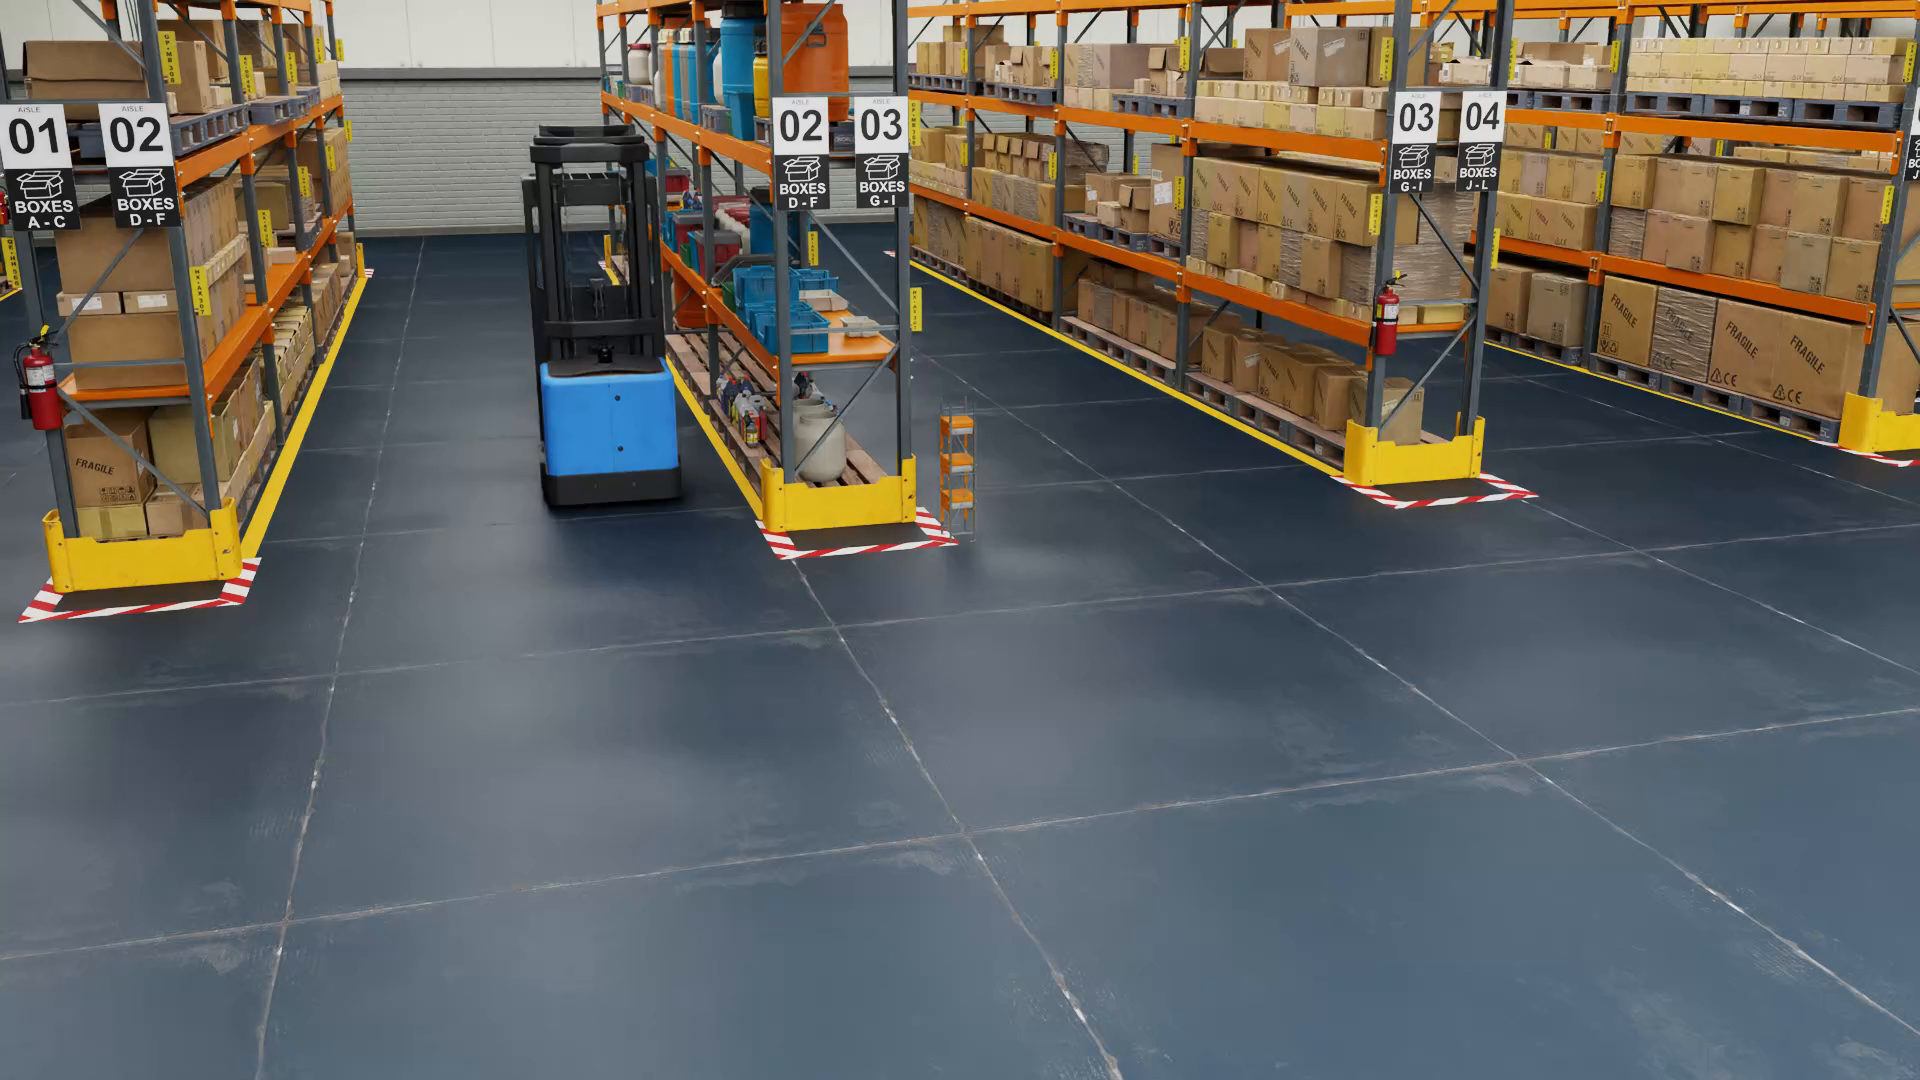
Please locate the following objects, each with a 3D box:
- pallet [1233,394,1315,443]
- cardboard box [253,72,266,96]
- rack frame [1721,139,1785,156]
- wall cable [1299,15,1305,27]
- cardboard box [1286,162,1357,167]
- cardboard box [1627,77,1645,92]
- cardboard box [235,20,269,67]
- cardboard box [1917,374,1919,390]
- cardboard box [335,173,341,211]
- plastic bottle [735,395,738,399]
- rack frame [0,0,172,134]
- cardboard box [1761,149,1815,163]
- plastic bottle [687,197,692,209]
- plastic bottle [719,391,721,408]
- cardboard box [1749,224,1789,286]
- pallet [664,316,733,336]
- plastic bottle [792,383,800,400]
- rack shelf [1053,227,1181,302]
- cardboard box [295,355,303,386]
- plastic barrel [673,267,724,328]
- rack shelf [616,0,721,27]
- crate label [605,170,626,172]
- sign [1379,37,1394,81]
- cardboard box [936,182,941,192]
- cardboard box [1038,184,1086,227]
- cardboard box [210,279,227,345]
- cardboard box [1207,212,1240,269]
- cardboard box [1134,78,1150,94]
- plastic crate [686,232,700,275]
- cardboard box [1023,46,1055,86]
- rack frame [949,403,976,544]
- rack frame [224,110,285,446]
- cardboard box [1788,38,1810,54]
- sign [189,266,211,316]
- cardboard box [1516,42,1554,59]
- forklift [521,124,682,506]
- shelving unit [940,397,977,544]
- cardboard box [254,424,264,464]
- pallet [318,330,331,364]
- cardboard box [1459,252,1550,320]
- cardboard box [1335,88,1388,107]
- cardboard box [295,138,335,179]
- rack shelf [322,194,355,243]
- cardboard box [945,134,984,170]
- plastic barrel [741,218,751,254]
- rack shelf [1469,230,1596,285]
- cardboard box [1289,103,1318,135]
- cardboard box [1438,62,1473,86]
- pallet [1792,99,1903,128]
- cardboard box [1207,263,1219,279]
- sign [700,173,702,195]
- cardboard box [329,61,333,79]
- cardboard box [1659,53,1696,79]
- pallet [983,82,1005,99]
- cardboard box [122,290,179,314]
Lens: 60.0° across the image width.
[{"bbox_3d":[3.351,-1.207,16.105,1.003,0.211,1.213,-5,17,-15],"label":"pallet"},{"bbox_3d":[-7.653,-4.833,17.644,0.500,0.250,0.500,-6,18,-19],"label":"cardboard box"},{"bbox_3d":[11.223,-4.954,23.730,1.000,3.000,0.127,-5,17,-15],"label":"rack frame"},{"bbox_3d":[7.190,-11.591,35.398,0.463,3.000,0.029,-5,17,-15],"label":"wall cable"},{"bbox_3d":[3.457,-3.354,15.975,0.500,0.500,0.500,-5,17,-15],"label":"cardboard box"},{"bbox_3d":[7.363,-4.866,17.756,0.380,0.149,0.250,-5,17,-16],"label":"cardboard box"},{"bbox_3d":[-7.946,-5.473,18.331,0.500,0.500,0.500,-5,17,-15],"label":"cardboard box"},{"bbox_3d":[10.504,-1.831,17.673,0.637,0.503,0.797,11,20,32],"label":"cardboard box"},{"bbox_3d":[-8.953,-4.846,23.198,0.500,0.500,0.500,-4,17,-14],"label":"cardboard box"},{"bbox_3d":[-2.018,-1.230,15.312,0.097,0.271,0.097,0,17,0],"label":"plastic bottle"},{"bbox_3d":[-5.633,-4.049,10.288,1.000,3.000,0.127,-5,17,-15],"label":"rack frame"},{"bbox_3d":[11.274,-5.059,22.659,0.500,0.500,0.500,-4,17,-12],"label":"cardboard box"},{"bbox_3d":[-3.624,-4.485,22.391,0.097,0.271,0.097,0,17,0],"label":"plastic bottle"},{"bbox_3d":[-2.247,-1.364,15.878,0.097,0.201,0.097,0,17,0],"label":"plastic bottle"},{"bbox_3d":[8.339,-2.808,16.325,0.875,0.550,0.550,-5,17,-15],"label":"cardboard box"},{"bbox_3d":[-3.325,-2.658,20.934,1.003,0.211,1.213,-5,17,-15],"label":"pallet"},{"bbox_3d":[-1.598,-1.352,15.707,0.152,0.276,0.135,-5,17,-15],"label":"plastic bottle"},{"bbox_3d":[2.244,-3.273,19.383,1.077,0.370,4.000,-5,17,-15],"label":"rack shelf"},{"bbox_3d":[-7.028,-1.723,17.022,0.500,0.250,0.500,-4,17,-14],"label":"cardboard box"},{"bbox_3d":[-3.219,-3.075,20.516,0.600,0.830,0.708,-5,17,-15],"label":"plastic barrel"},{"bbox_3d":[-3.618,-6.669,20.958,1.077,0.370,4.000,-5,17,-15],"label":"rack shelf"},{"bbox_3d":[-5.515,-5.846,26.886,0.416,0.233,0.303,-5,17,-15],"label":"crate label"},{"bbox_3d":[3.353,-3.780,13.068,0.100,0.325,0.005,-5,17,-15],"label":"sign"},{"bbox_3d":[-0.157,-5.570,26.219,0.380,0.149,0.250,-5,17,-16],"label":"cardboard box"},{"bbox_3d":[1.320,-4.335,21.496,0.500,0.500,0.500,-4,17,-14],"label":"cardboard box"},{"bbox_3d":[-6.177,-1.781,12.995,0.700,0.500,0.500,-4,17,-14],"label":"cardboard box"},{"bbox_3d":[2.961,-2.984,16.481,0.875,0.500,0.500,-5,17,-15],"label":"cardboard box"},{"bbox_3d":[2.182,-5.101,18.680,0.380,0.166,0.250,-5,17,-17],"label":"cardboard box"},{"bbox_3d":[-2.571,-2.945,17.071,0.392,0.384,0.575,-5,17,-15],"label":"plastic crate"},{"bbox_3d":[1.135,-6.251,21.930,0.500,0.500,0.500,-4,17,-12],"label":"cardboard box"},{"bbox_3d":[0.019,-0.484,12.238,0.200,1.050,0.008,-5,17,-15],"label":"rack frame"},{"bbox_3d":[-6.733,-2.282,14.834,1.000,3.000,0.127,-5,17,-15],"label":"rack frame"},{"bbox_3d":[7.993,-4.616,15.538,0.380,0.149,0.250,-5,17,-15],"label":"cardboard box"},{"bbox_3d":[-5.098,-1.670,11.156,0.100,0.325,0.005,-5,17,-15],"label":"sign"},{"bbox_3d":[9.722,-8.166,28.126,0.797,0.503,0.637,-3,17,-11],"label":"cardboard box"},{"bbox_3d":[-3.113,-2.059,14.211,1.130,2.935,3.031,-4,17,-14],"label":"forklift"},{"bbox_3d":[-0.014,-0.518,12.350,0.215,1.050,0.252,-5,17,-15],"label":"shelving unit"},{"bbox_3d":[-6.116,-0.779,13.880,0.500,0.250,0.500,-5,17,-15],"label":"cardboard box"},{"bbox_3d":[-8.001,-2.262,19.616,1.003,0.211,1.213,-5,17,-15],"label":"pallet"},{"bbox_3d":[6.815,-3.241,21.209,1.050,0.750,0.750,-4,17,-14],"label":"cardboard box"},{"bbox_3d":[3.377,-3.714,13.955,0.380,0.149,0.250,-5,18,-18],"label":"cardboard box"},{"bbox_3d":[-8.790,-5.174,22.551,0.500,0.500,0.500,-4,17,-14],"label":"cardboard box"},{"bbox_3d":[-9.481,-4.703,24.146,1.077,0.370,4.000,-5,17,-15],"label":"rack shelf"},{"bbox_3d":[0.078,-5.952,25.491,0.500,0.500,0.500,-5,17,-15],"label":"cardboard box"},{"bbox_3d":[-2.021,-3.019,17.054,0.433,0.535,0.433,0,17,0],"label":"plastic barrel"},{"bbox_3d":[7.040,-3.637,20.596,1.077,0.370,4.000,-5,17,-15],"label":"rack shelf"},{"bbox_3d":[3.243,-3.716,14.655,0.500,0.250,0.500,-4,17,-14],"label":"cardboard box"},{"bbox_3d":[6.590,-6.198,22.484,0.500,0.500,0.500,-5,17,-15],"label":"cardboard box"},{"bbox_3d":[8.475,-3.920,15.229,1.003,0.211,1.213,-5,17,-15],"label":"pallet"},{"bbox_3d":[2.715,-2.723,16.741,0.380,0.149,0.250,-5,17,-15],"label":"cardboard box"},{"bbox_3d":[-3.638,-5.061,23.605,0.100,0.325,0.005,-5,17,-15],"label":"sign"},{"bbox_3d":[-9.373,-6.806,24.075,0.500,0.250,0.500,-5,17,-15],"label":"cardboard box"},{"bbox_3d":[7.595,-4.888,17.135,0.500,0.250,0.500,-5,17,-16],"label":"cardboard box"},{"bbox_3d":[0.894,-6.372,23.570,0.805,0.209,1.217,-5,18,-17],"label":"pallet"},{"bbox_3d":[-5.534,-1.659,11.461,0.380,0.149,0.250,-5,17,-16],"label":"cardboard box"}]
